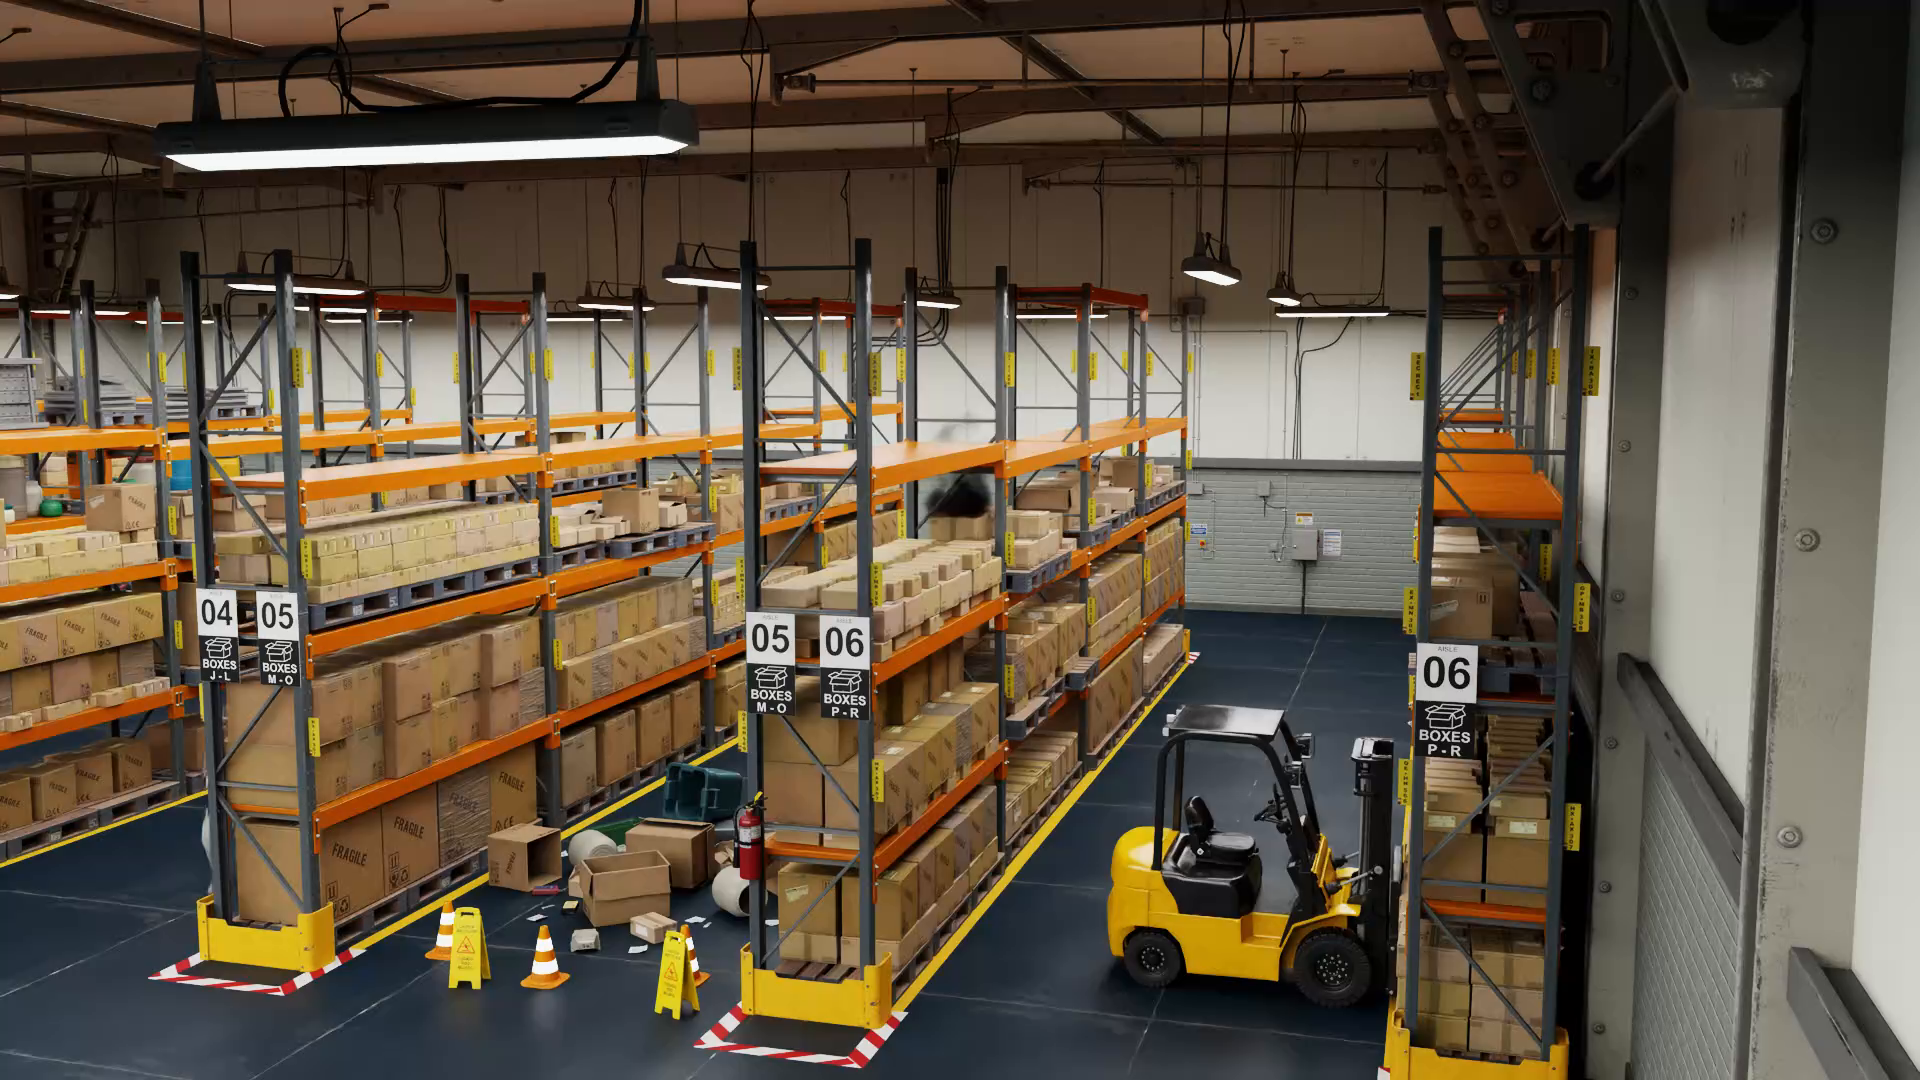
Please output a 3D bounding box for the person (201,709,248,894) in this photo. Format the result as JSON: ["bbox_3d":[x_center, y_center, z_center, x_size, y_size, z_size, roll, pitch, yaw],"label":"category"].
[{"bbox_3d":[-7.025,2.521,16.036,0.624,1.859,0.764,2,7,15],"label":"person"}]
